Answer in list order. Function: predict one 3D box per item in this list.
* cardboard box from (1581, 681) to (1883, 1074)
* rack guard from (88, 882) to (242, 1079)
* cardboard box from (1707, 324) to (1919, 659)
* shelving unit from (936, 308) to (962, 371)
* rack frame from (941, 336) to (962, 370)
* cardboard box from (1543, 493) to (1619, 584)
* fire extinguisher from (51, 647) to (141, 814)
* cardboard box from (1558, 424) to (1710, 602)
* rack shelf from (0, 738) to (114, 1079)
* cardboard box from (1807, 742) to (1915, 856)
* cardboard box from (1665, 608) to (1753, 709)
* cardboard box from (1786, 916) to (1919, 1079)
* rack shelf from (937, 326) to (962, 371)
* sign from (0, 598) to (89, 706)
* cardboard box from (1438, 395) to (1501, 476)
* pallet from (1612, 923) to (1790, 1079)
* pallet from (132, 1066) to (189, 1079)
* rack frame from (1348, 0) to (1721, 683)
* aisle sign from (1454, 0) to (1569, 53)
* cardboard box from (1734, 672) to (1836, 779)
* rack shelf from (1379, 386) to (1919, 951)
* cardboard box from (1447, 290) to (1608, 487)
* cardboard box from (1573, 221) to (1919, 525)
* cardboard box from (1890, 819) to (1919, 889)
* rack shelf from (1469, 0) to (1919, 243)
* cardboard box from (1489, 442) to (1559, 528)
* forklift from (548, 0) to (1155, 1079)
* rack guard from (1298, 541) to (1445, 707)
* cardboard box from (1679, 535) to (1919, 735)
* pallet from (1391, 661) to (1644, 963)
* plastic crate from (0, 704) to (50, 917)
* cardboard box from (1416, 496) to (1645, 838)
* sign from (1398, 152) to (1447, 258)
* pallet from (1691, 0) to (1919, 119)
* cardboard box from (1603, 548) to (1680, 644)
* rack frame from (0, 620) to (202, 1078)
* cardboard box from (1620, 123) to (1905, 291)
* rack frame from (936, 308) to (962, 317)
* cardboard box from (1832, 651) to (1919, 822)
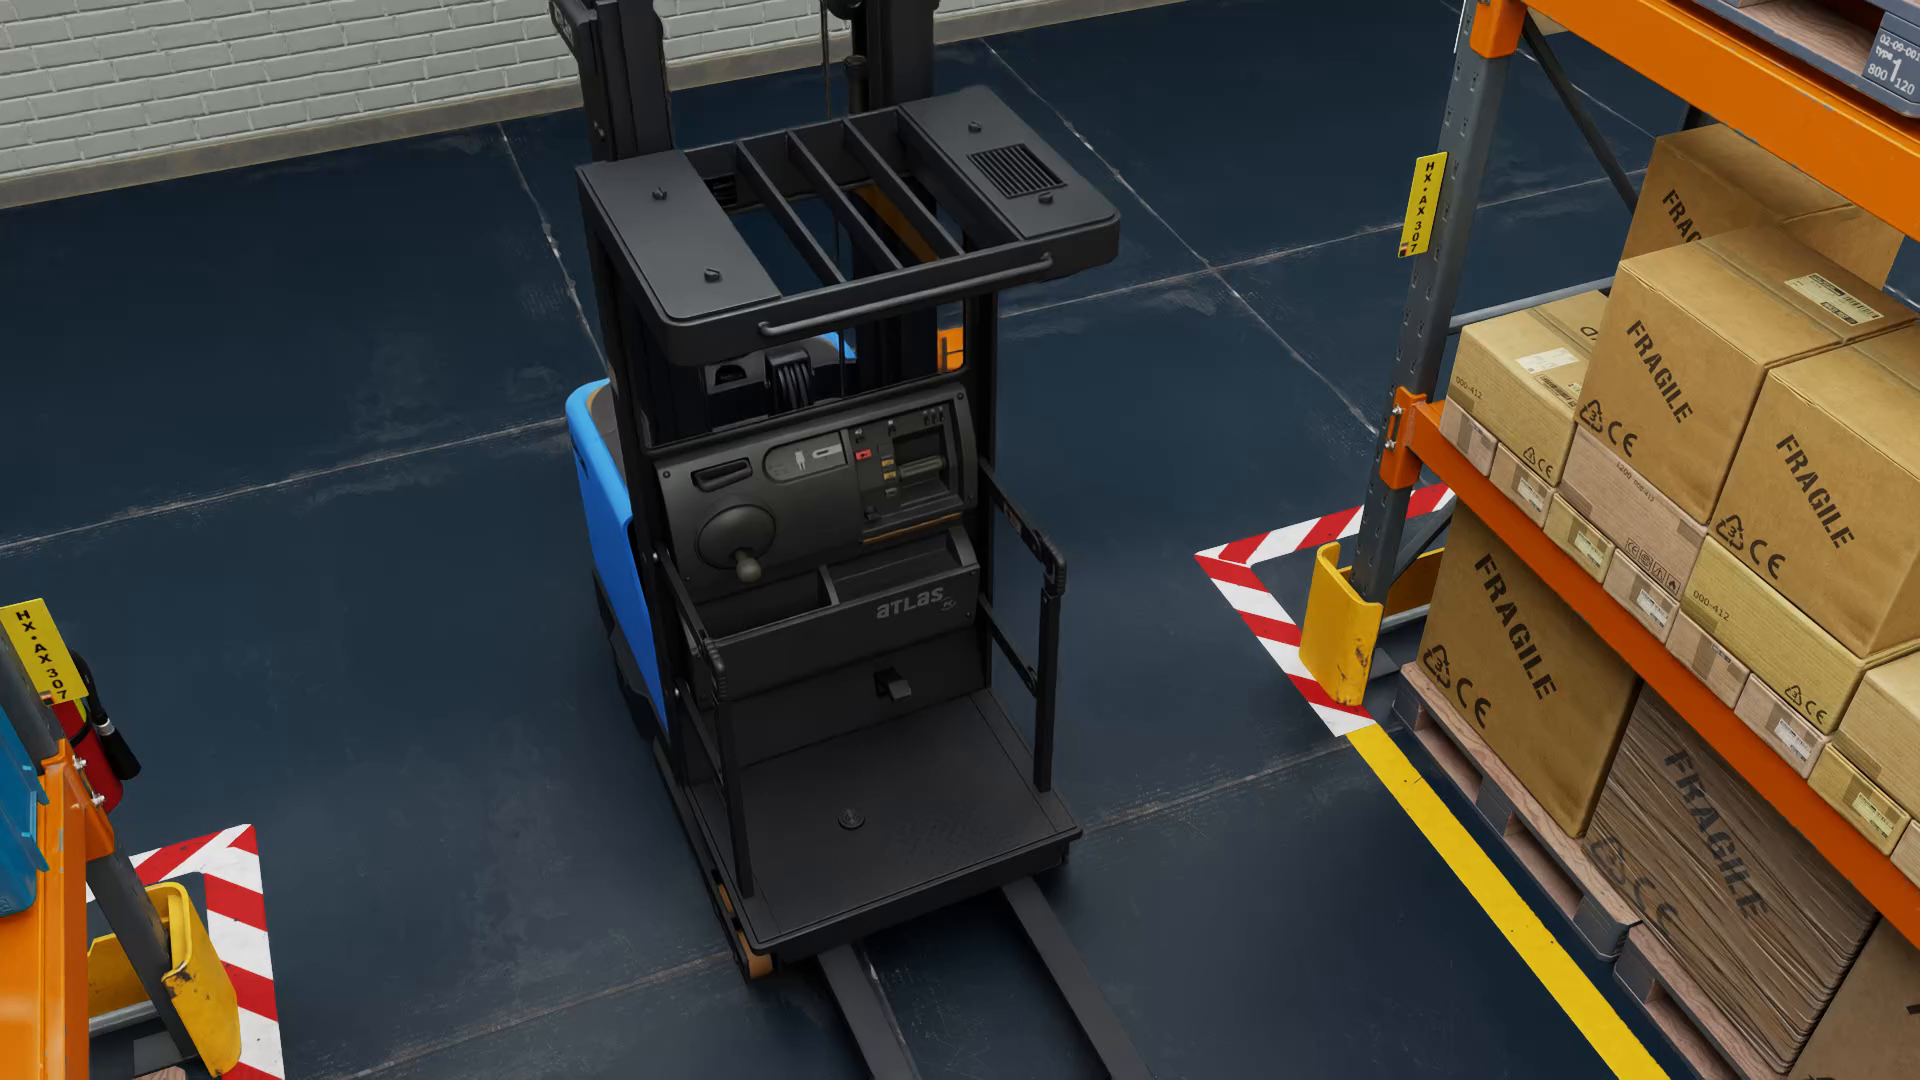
[{"bbox_3d":[2.533,0.807,4.819,0.875,0.875,0.875,-15,43,-17],"label":"cardboard box"},{"bbox_3d":[-2.731,1.419,4.717,1.175,0.500,0.348,-15,43,-17],"label":"rack guard"},{"bbox_3d":[2.196,-0.125,3.907,0.500,0.500,0.500,-16,43,-18],"label":"cardboard box"},{"bbox_3d":[-0.020,-0.430,6.445,0.215,1.050,0.252,-15,43,-17],"label":"shelving unit"},{"bbox_3d":[0.026,-0.357,6.360,0.200,1.050,0.008,-15,43,-17],"label":"rack frame"},{"bbox_3d":[1.895,-0.054,4.704,0.380,0.149,0.250,-16,43,-18],"label":"cardboard box"},{"bbox_3d":[-2.348,0.449,4.273,0.296,0.674,0.183,-15,43,-17],"label":"fire extinguisher"},{"bbox_3d":[2.005,-0.141,4.501,0.500,0.250,0.500,-16,43,-17],"label":"cardboard box"},{"bbox_3d":[-1.945,1.960,2.722,1.077,0.370,4.000,-15,43,-17],"label":"rack shelf"},{"bbox_3d":[2.287,0.564,3.986,0.380,0.149,0.250,-16,43,-18],"label":"cardboard box"},{"bbox_3d":[2.092,0.257,4.344,0.380,0.149,0.250,-16,43,-18],"label":"cardboard box"},{"bbox_3d":[2.874,1.343,4.195,0.875,0.875,0.875,-15,43,-17],"label":"cardboard box"},{"bbox_3d":[-0.020,-0.637,6.267,0.215,0.259,0.240,-15,43,-17],"label":"rack shelf"},{"bbox_3d":[-2.208,0.273,4.006,0.100,0.325,0.005,-15,43,-17],"label":"sign"},{"bbox_3d":[1.697,-0.362,5.063,0.380,0.149,0.250,-15,43,-16],"label":"cardboard box"},{"bbox_3d":[2.707,1.500,4.844,1.003,0.211,1.213,-15,43,-17],"label":"pallet"},{"bbox_3d":[-2.430,2.046,4.209,1.003,0.211,1.213,-15,43,-17],"label":"pallet"},{"bbox_3d":[1.866,-0.753,5.326,1.000,3.000,0.127,-15,43,-17],"label":"rack frame"},{"bbox_3d":[1.562,-1.708,4.441,0.394,0.787,0.004,-15,43,-17],"label":"aisle sign"},{"bbox_3d":[2.191,0.412,4.163,0.380,0.149,0.250,-16,43,-17],"label":"cardboard box"},{"bbox_3d":[2.632,0.724,4.159,1.077,0.370,4.000,-15,43,-17],"label":"rack shelf"},{"bbox_3d":[1.800,-0.453,4.863,0.500,0.250,0.500,-16,43,-18],"label":"cardboard box"},{"bbox_3d":[1.992,-0.436,4.268,0.500,0.500,0.500,-16,43,-18],"label":"cardboard box"},{"bbox_3d":[2.389,0.722,3.803,0.380,0.149,0.250,-14,43,-16],"label":"cardboard box"},{"bbox_3d":[2.632,-0.413,3.181,1.077,0.370,4.000,-15,43,-17],"label":"rack shelf"},{"bbox_3d":[1.797,-0.208,4.884,0.380,0.149,0.250,-16,43,-17],"label":"cardboard box"},{"bbox_3d":[-0.301,-0.079,4.594,1.130,2.935,3.031,-17,43,-18],"label":"forklift"},{"bbox_3d":[1.857,0.180,6.157,1.175,0.500,0.348,-15,43,-17],"label":"rack guard"},{"bbox_3d":[2.194,0.162,4.148,0.500,0.250,0.500,-16,43,-18],"label":"cardboard box"},{"bbox_3d":[2.244,0.766,5.697,1.003,0.211,1.213,-15,43,-17],"label":"pallet"},{"bbox_3d":[-2.409,0.601,3.677,0.616,0.435,0.499,-15,43,-17],"label":"plastic crate"},{"bbox_3d":[2.185,0.259,5.456,0.875,0.875,0.875,-15,43,-17],"label":"cardboard box"},{"bbox_3d":[1.351,-0.977,4.861,0.100,0.325,0.005,-15,43,-17],"label":"sign"},{"bbox_3d":[2.160,-1.413,3.860,1.003,0.211,1.213,-15,43,-17],"label":"pallet"},{"bbox_3d":[1.996,0.103,4.522,0.380,0.149,0.250,-16,43,-18],"label":"cardboard box"},{"bbox_3d":[-2.710,0.482,3.889,1.000,3.000,0.127,-15,43,-17],"label":"rack frame"},{"bbox_3d":[2.295,-0.866,4.768,0.500,0.500,0.500,-15,43,-16],"label":"cardboard box"},{"bbox_3d":[-0.067,-0.504,6.531,0.200,1.050,0.008,-15,43,-17],"label":"rack frame"},{"bbox_3d":[2.399,0.475,3.784,0.500,0.250,0.500,-16,43,-18],"label":"cardboard box"}]
